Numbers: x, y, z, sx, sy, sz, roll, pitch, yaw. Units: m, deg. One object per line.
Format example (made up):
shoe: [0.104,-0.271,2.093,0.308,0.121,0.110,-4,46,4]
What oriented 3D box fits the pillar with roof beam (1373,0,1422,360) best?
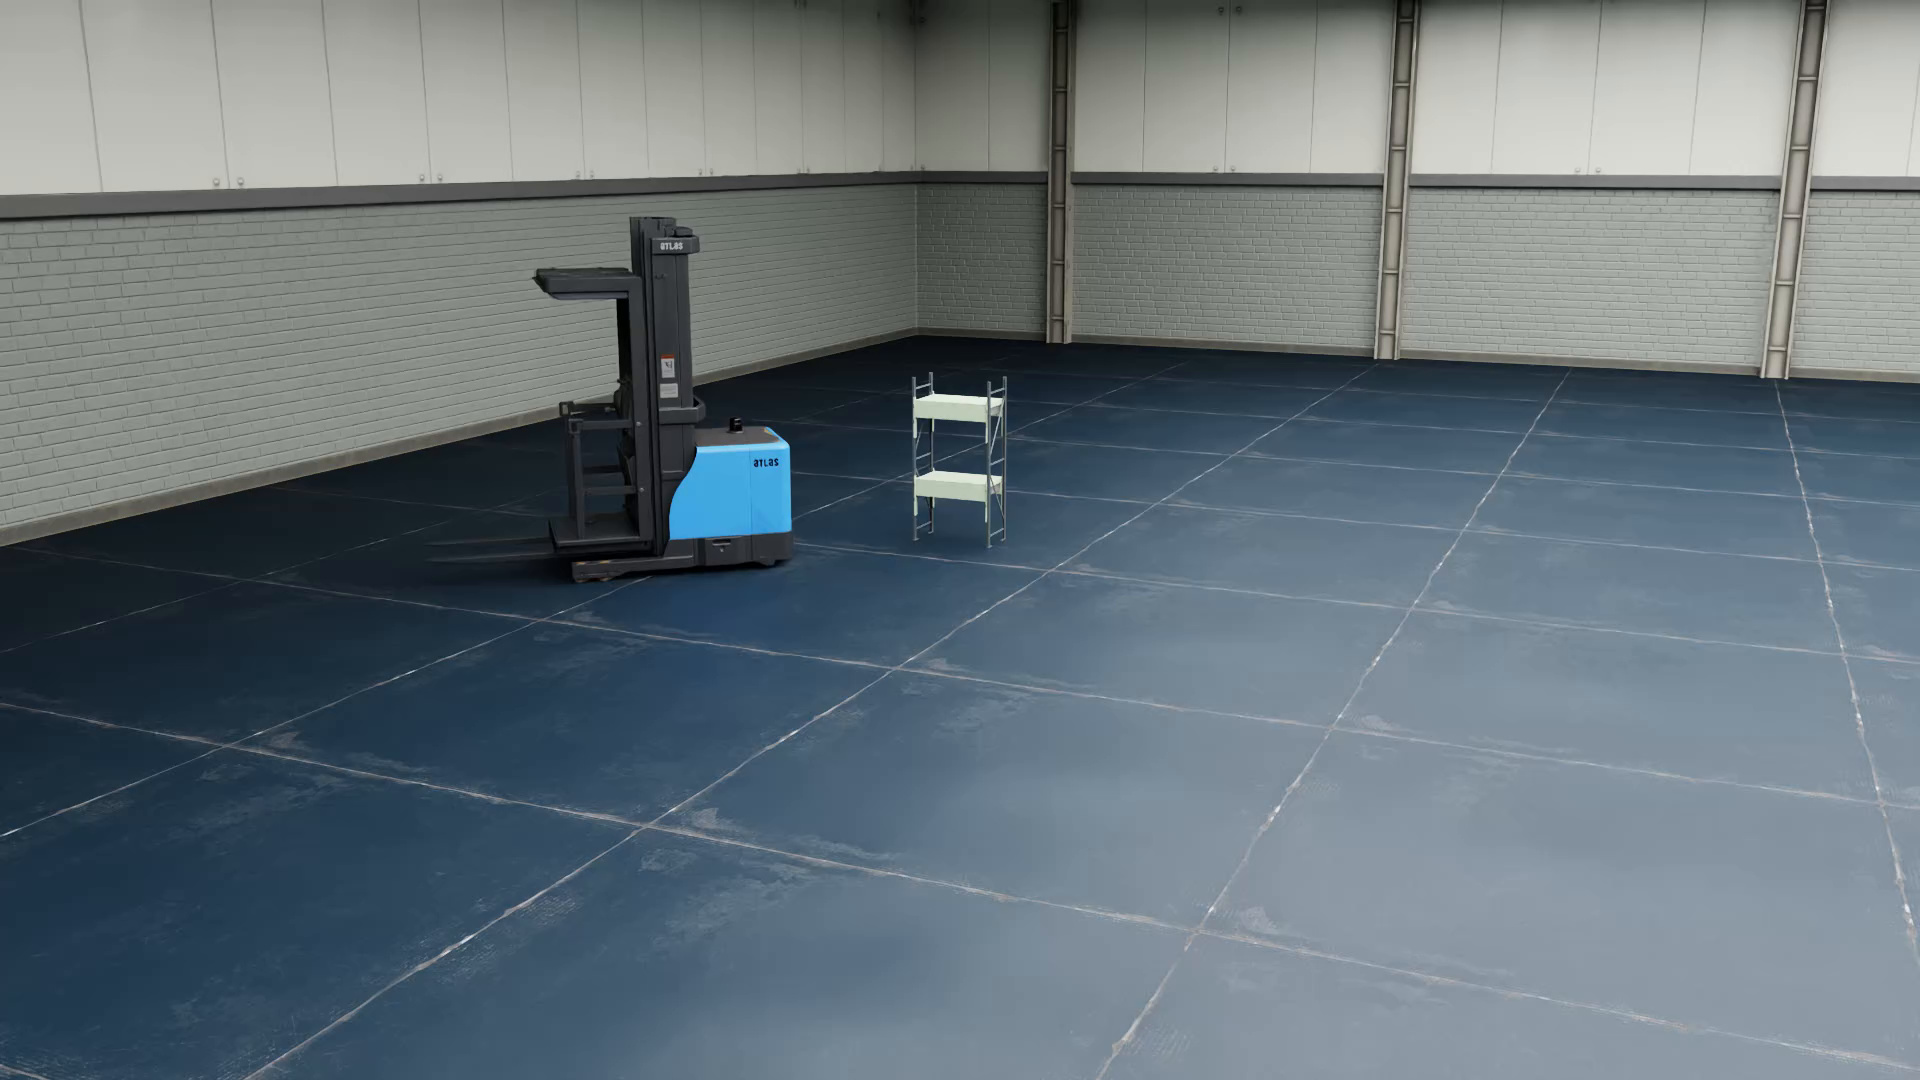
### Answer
pillar with roof beam: [5.582,-6.600,23.679,0.400,9.000,9.100,6,14,23]

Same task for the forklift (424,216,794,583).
forklift: [-3.009,-1.210,13.989,3.031,2.935,1.130,-4,14,-17]

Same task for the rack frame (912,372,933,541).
rack frame: [-0.341,-0.765,15.226,0.023,1.500,0.400,6,14,23]

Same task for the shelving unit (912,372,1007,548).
shelving unit: [-0.006,-0.731,15.081,0.755,1.500,0.431,6,14,23]

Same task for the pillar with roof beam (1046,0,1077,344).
pillar with roof beam: [0.096,-7.155,26.045,0.548,9.000,9.100,6,14,23]

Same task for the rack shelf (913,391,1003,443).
rack shelf: [-0.006,-1.111,14.992,0.720,0.370,0.431,6,14,23]

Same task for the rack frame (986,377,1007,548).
rack frame: [0.329,-0.697,14.937,0.023,1.500,0.400,6,14,23]

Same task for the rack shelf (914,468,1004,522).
rack shelf: [-0.006,-0.413,15.156,0.720,0.370,0.431,6,14,23]

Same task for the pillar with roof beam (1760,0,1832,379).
pillar with roof beam: [11.067,-6.045,21.313,0.400,9.000,9.100,6,14,23]
